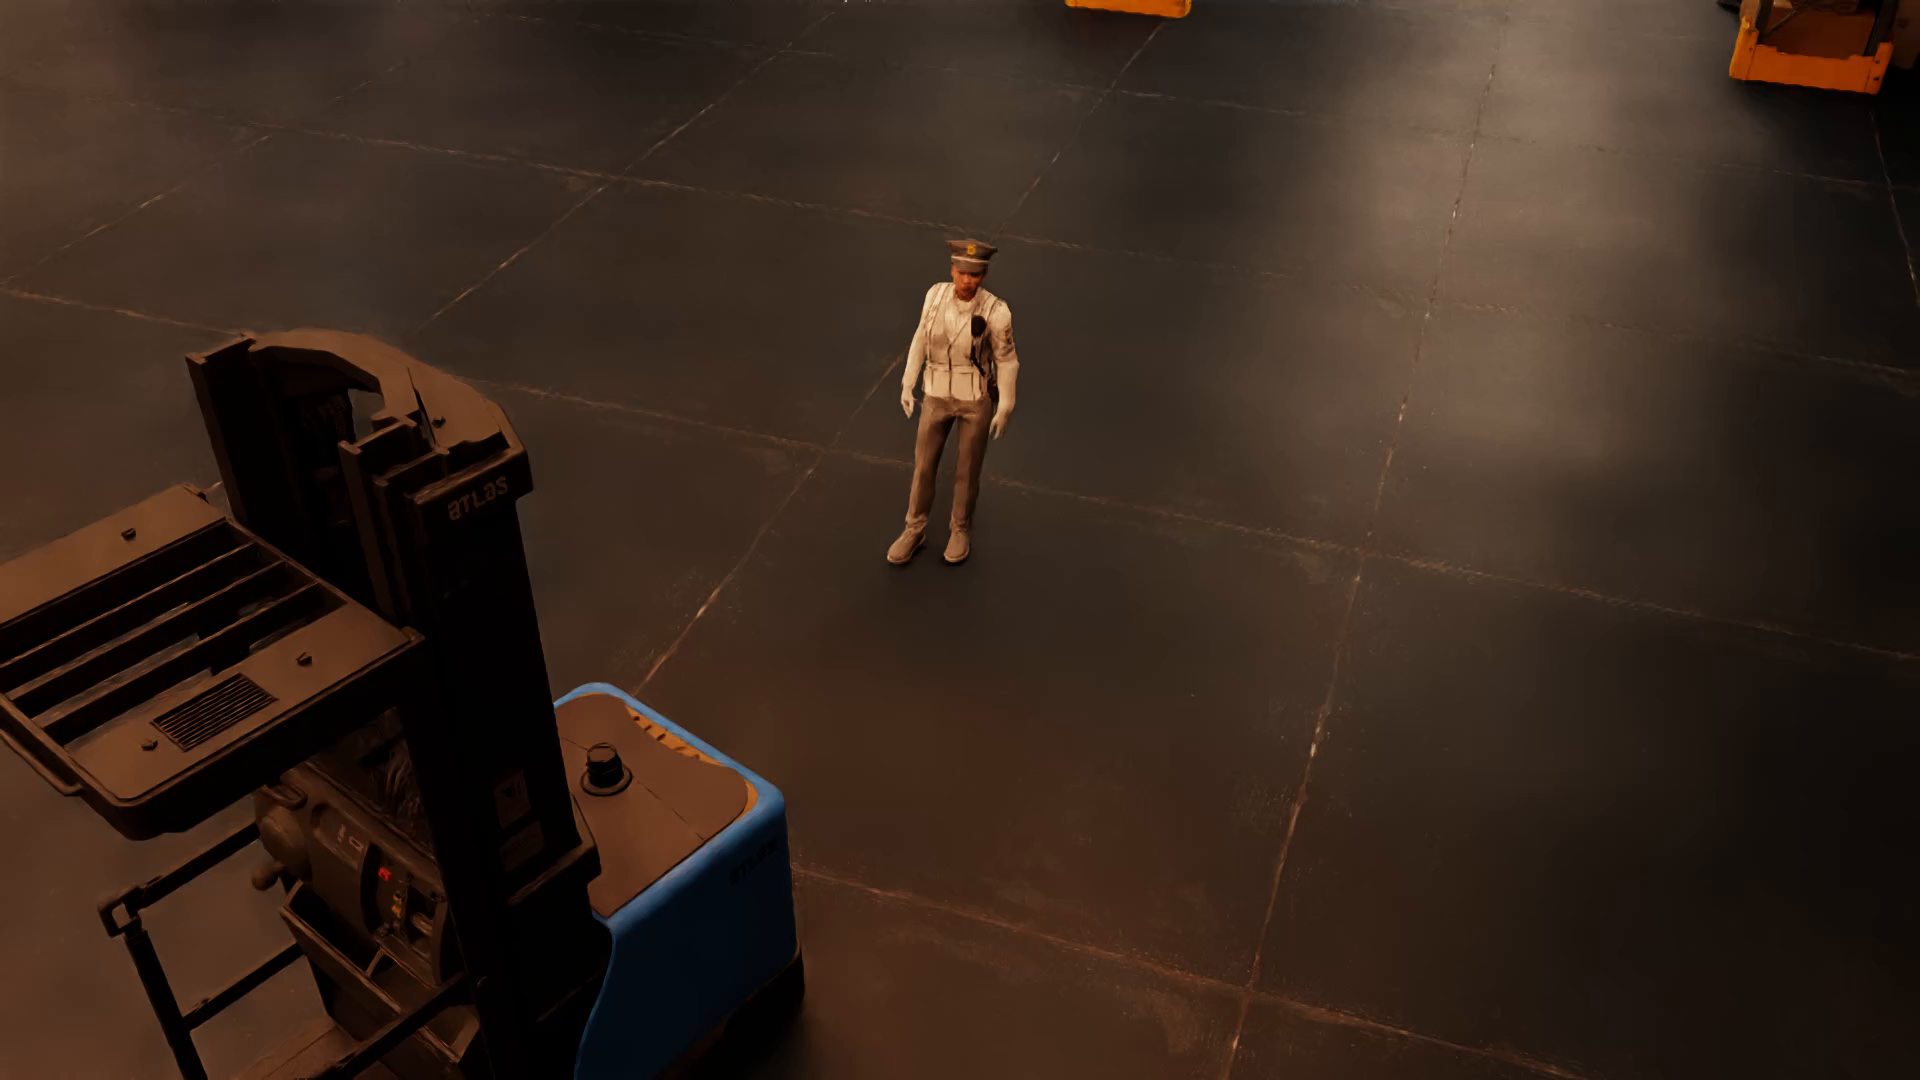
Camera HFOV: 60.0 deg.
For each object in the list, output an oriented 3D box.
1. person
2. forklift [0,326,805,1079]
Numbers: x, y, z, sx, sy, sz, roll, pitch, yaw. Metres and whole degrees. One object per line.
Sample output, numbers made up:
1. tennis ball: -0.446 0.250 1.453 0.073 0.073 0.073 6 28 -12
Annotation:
1. person: -0.029 -0.662 8.100 0.586 1.695 0.533 12 37 16
2. forklift: -1.899 1.010 4.687 1.130 2.935 3.031 25 43 31
